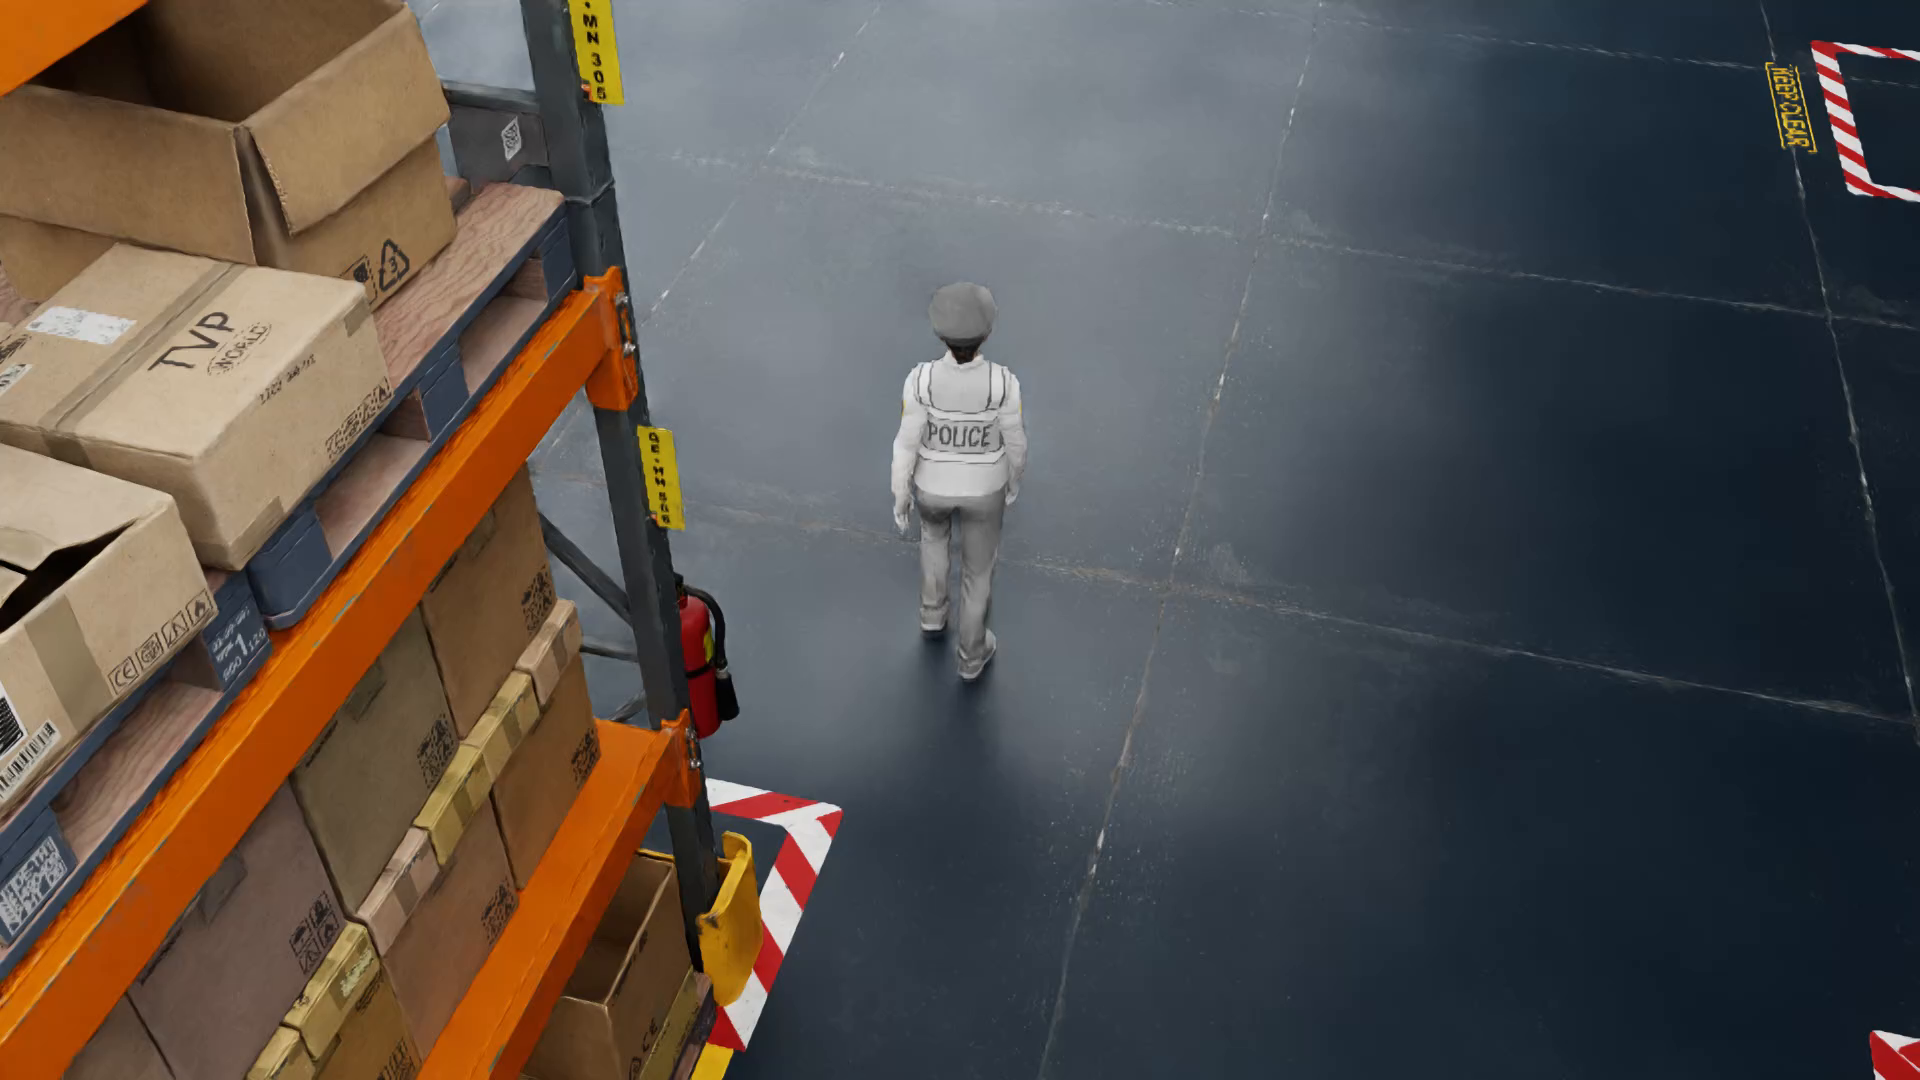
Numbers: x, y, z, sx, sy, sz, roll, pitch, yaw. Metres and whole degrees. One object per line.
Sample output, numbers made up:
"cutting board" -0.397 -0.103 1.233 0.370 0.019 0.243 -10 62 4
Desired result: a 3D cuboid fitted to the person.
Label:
"person" 0.000 -0.219 6.370 0.509 1.672 0.495 4 41 5
